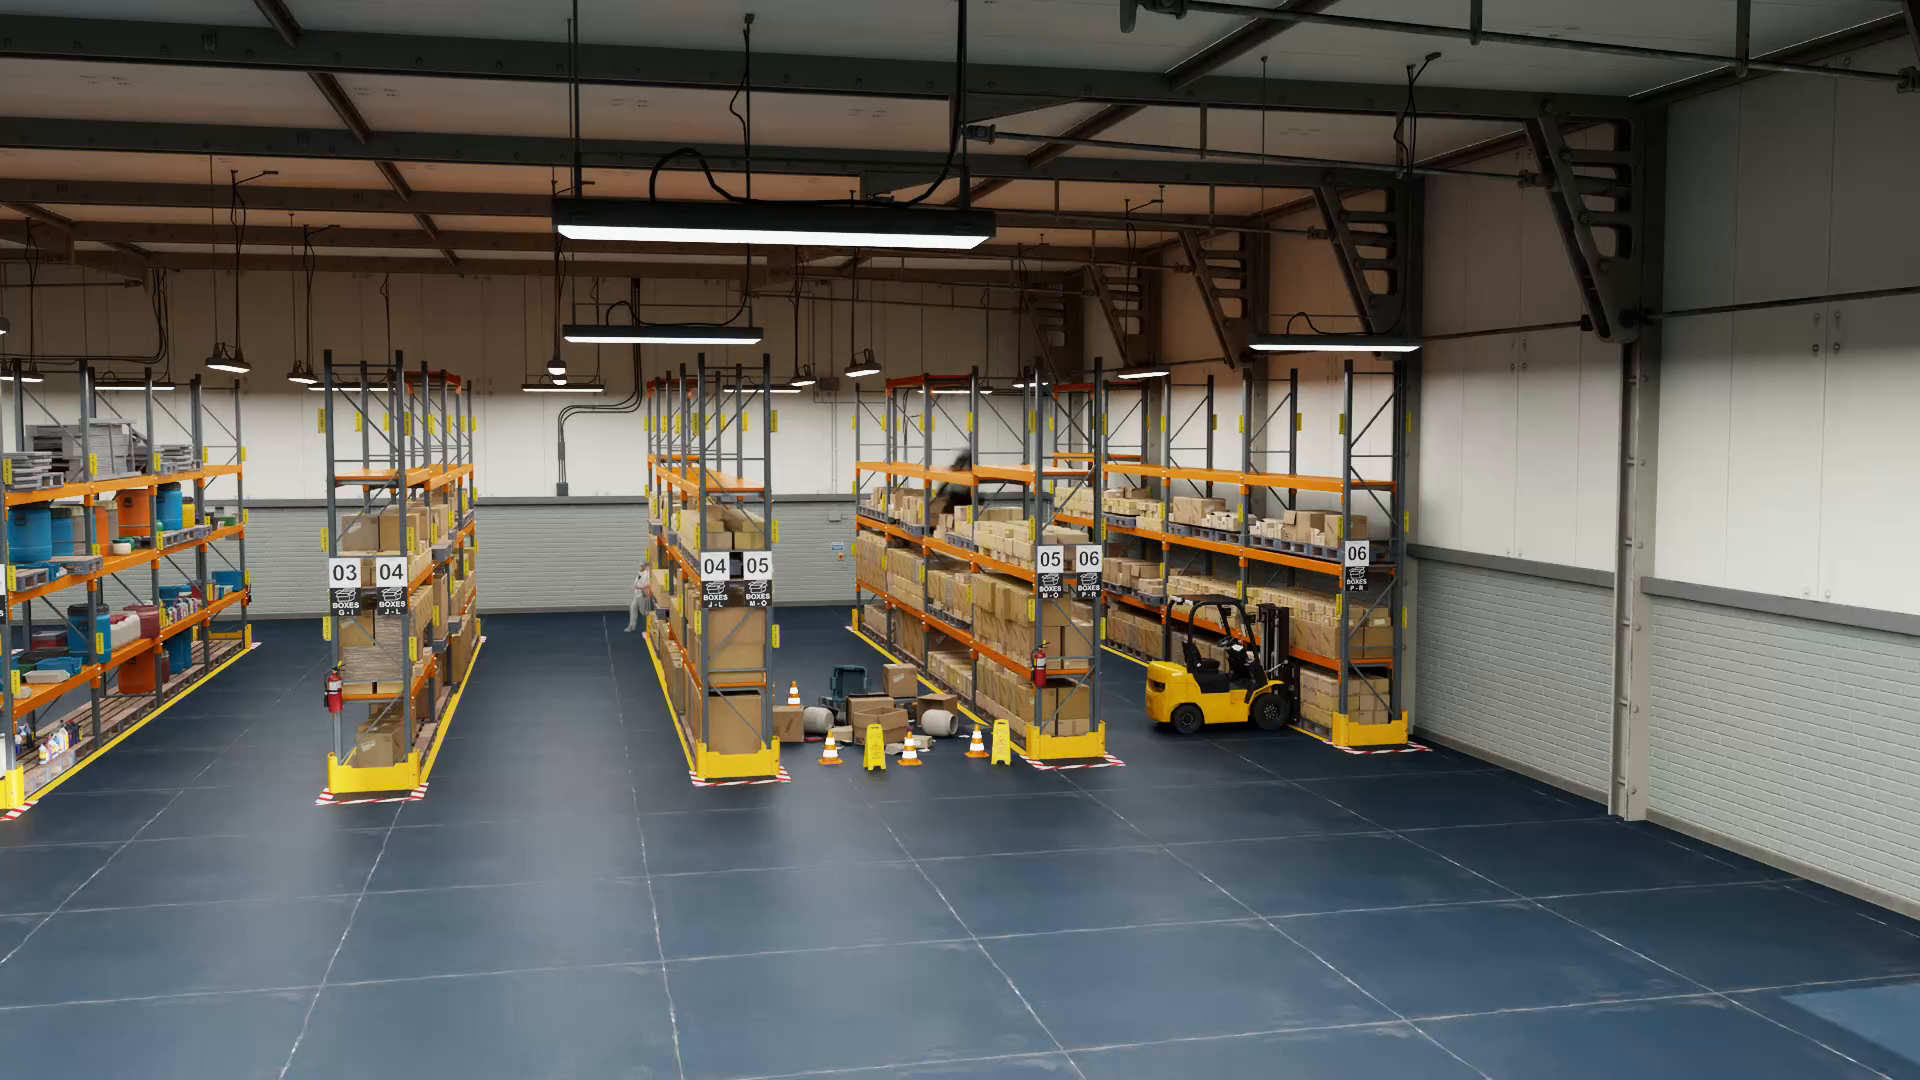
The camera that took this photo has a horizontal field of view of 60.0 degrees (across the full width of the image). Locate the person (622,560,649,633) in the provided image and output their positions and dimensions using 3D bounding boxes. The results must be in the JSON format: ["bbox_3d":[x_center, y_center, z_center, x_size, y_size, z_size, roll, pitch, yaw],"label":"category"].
[{"bbox_3d":[-7.673,1.359,39.946,0.824,1.766,0.700,-2,4,-26],"label":"person"}]
